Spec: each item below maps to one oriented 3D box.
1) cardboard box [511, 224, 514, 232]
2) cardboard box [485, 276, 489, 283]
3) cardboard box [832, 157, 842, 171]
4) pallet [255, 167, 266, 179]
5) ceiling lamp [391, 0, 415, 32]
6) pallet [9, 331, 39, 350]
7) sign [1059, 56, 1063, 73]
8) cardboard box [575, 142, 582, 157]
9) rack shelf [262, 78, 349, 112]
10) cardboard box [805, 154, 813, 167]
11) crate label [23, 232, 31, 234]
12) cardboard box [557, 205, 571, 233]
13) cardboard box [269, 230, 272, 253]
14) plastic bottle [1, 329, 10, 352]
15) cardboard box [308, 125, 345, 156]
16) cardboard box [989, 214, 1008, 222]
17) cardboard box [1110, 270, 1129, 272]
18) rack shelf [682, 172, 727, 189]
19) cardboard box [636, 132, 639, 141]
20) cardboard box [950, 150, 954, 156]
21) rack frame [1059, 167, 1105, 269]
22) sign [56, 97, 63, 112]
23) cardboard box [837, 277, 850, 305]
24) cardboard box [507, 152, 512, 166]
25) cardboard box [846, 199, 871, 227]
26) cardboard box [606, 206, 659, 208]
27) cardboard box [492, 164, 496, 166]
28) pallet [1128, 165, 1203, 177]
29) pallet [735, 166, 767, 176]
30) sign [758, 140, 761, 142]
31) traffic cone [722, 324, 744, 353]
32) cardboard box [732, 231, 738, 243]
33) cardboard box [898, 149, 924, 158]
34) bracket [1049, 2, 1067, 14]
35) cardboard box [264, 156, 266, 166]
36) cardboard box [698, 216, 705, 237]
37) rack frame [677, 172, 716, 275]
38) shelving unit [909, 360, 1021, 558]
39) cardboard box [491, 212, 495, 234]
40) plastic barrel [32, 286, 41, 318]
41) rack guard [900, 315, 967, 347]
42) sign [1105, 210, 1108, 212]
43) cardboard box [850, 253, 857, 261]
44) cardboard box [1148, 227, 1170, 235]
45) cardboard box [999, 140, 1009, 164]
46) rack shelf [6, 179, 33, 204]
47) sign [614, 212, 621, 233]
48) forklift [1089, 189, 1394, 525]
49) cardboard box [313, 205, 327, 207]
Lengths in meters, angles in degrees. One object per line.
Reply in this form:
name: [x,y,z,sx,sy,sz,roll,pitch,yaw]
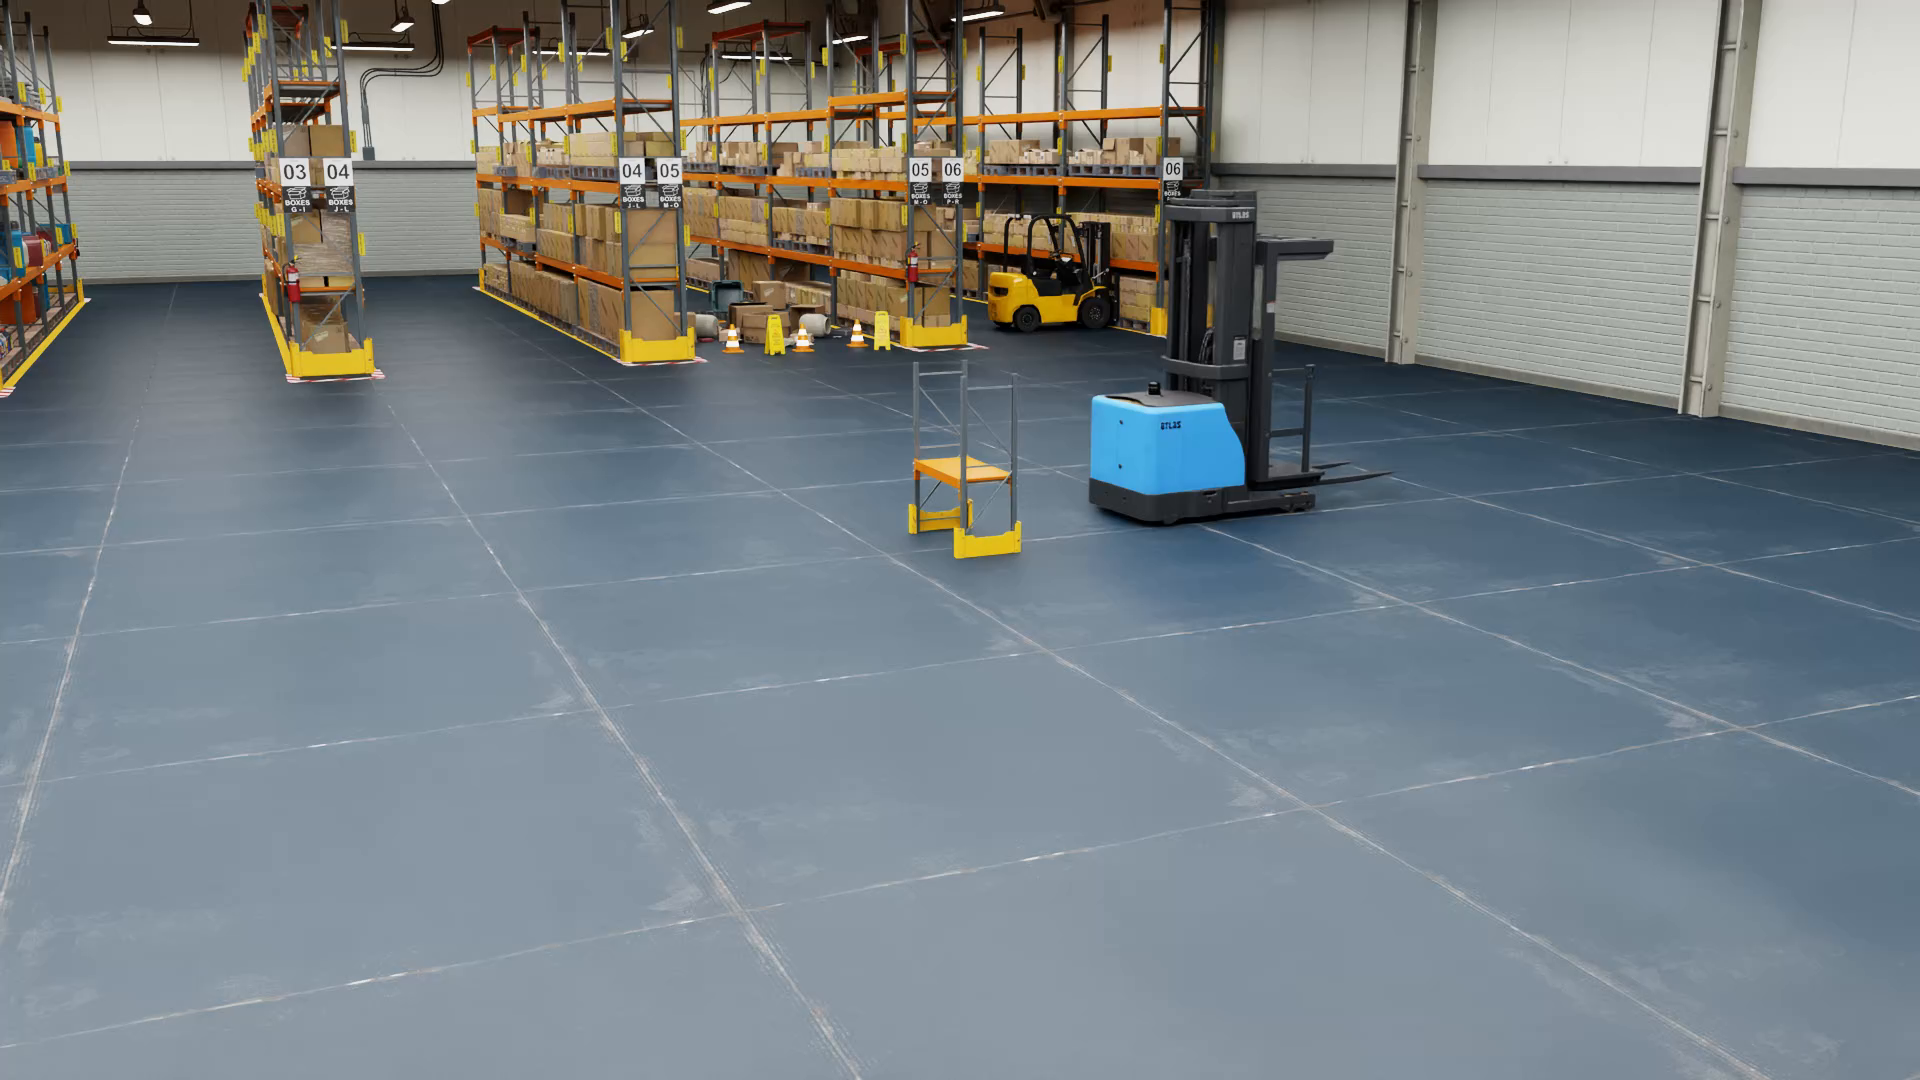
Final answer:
cardboard box: [-9.368,-6.668,35.492,0.380,0.149,0.250,-6,14,-24]
cardboard box: [-11.419,-6.391,40.723,0.380,0.149,0.250,-5,14,-22]
cardboard box: [-2.108,-7.119,31.497,0.500,0.250,0.500,-6,14,-24]
pallet: [-13.022,-7.130,32.292,1.213,0.211,1.003,-5,14,-20]
ceiling lamp: [-11.459,-12.302,34.622,0.800,3.185,2.000,-6,14,-23]
pallet: [-16.494,-3.412,28.642,1.003,0.211,1.213,-6,14,-23]
sign: [2.021,-9.516,33.279,0.100,0.325,0.005,-6,14,-23]
cardboard box: [-6.386,-6.790,28.921,0.500,0.250,0.500,-6,14,-23]
rack shelf: [-10.312,-6.964,26.104,1.077,0.370,4.000,-6,14,-23]
cardboard box: [-2.801,-7.612,33.357,0.500,0.250,0.500,-5,14,-22]
crate label: [-20.661,-6.705,36.927,0.416,0.233,0.303,-6,14,-23]
cardboard box: [-7.344,-6.186,32.008,0.700,0.500,0.500,-6,14,-24]
cardboard box: [-13.335,-5.865,32.835,0.500,0.500,0.500,-6,14,-23]
plastic bottle: [-15.053,-3.136,26.167,0.144,0.351,0.185,-6,15,-26]
cardboard box: [-9.858,-6.210,25.905,0.500,0.500,0.500,-6,14,-23]
cardboard box: [0.877,-7.194,37.141,0.380,0.149,0.250,-5,14,-22]
cardboard box: [3.104,-5.315,33.632,0.500,0.250,0.500,-6,14,-24]
rack shelf: [-6.039,-8.878,41.021,1.077,0.370,4.000,-6,14,-23]
cardboard box: [-5.175,-6.696,27.631,0.380,0.149,0.250,-6,14,-24]
cardboard box: [-0.018,-9.017,38.813,0.380,0.149,0.250,-6,14,-23]
rack frame: [2.513,-6.151,34.292,1.000,3.000,0.127,-6,14,-23]
sign: [-19.961,-9.657,36.853,0.100,0.325,0.005,-6,14,-23]
cardboard box: [-2.044,-4.786,31.898,0.500,0.500,0.500,-5,14,-20]
cardboard box: [-9.573,-8.308,36.228,0.500,0.311,0.500,-6,14,-24]
cardboard box: [-1.695,-6.058,30.794,0.700,0.500,0.500,-6,14,-24]
cardboard box: [-5.444,-5.320,27.975,0.875,0.550,0.550,-6,14,-23]
cardboard box: [-10.366,-8.456,37.933,0.500,0.250,0.500,-6,14,-23]
pallet: [3.856,-6.891,31.035,1.003,0.211,1.213,-6,14,-23]
pallet: [-4.393,-8.256,37.157,1.003,0.211,1.213,-5,14,-20]
sign: [-4.745,-9.272,39.282,0.100,0.325,0.005,-6,14,-23]
traffic cone: [-3.838,-3.409,28.074,0.336,0.463,0.334,-6,14,-23]
cardboard box: [-4.904,-6.952,38.089,0.500,0.250,0.500,-6,14,-23]
cardboard box: [-0.837,-6.646,28.568,0.380,0.149,0.250,-5,14,-22]
bracket: [2.100,-11.348,35.460,0.235,0.232,0.430,-6,14,-23]
cardboard box: [-12.763,-7.266,31.129,0.500,0.500,0.500,-5,14,-22]
cardboard box: [-6.084,-7.684,40.696,0.500,0.500,0.500,-6,14,-24]
rack frame: [-6.840,-8.181,43.064,1.000,3.000,0.127,-6,14,-23]
shelving unit: [0.031,-0.715,14.133,0.587,1.500,1.083,-6,14,-23]
cardboard box: [-10.591,-7.365,38.656,0.500,0.500,0.500,-6,14,-23]
plastic barrel: [-17.918,-4.548,31.785,0.600,0.588,0.708,-6,14,-23]
rack guard: [-0.461,-3.673,29.131,1.175,0.500,0.348,-6,14,-23]
sign: [3.021,-6.661,34.404,0.100,0.325,0.005,-6,14,-23]
cardboard box: [-1.851,-5.331,31.309,0.380,0.149,0.250,-5,14,-21]
cardboard box: [3.720,-5.735,30.837,0.380,0.149,0.250,-5,14,-22]
cardboard box: [1.272,-8.473,36.302,0.700,0.500,0.500,-6,14,-24]
rack shelf: [-16.453,-5.883,28.080,1.077,0.370,4.000,-6,14,-23]
sign: [-5.429,-5.040,26.403,0.100,0.325,0.005,-6,14,-23]
forklift: [2.751,-1.780,15.561,3.031,2.935,1.130,-7,15,-27]
cardboard box: [-10.083,-5.109,26.692,0.500,0.500,0.500,-6,14,-23]
